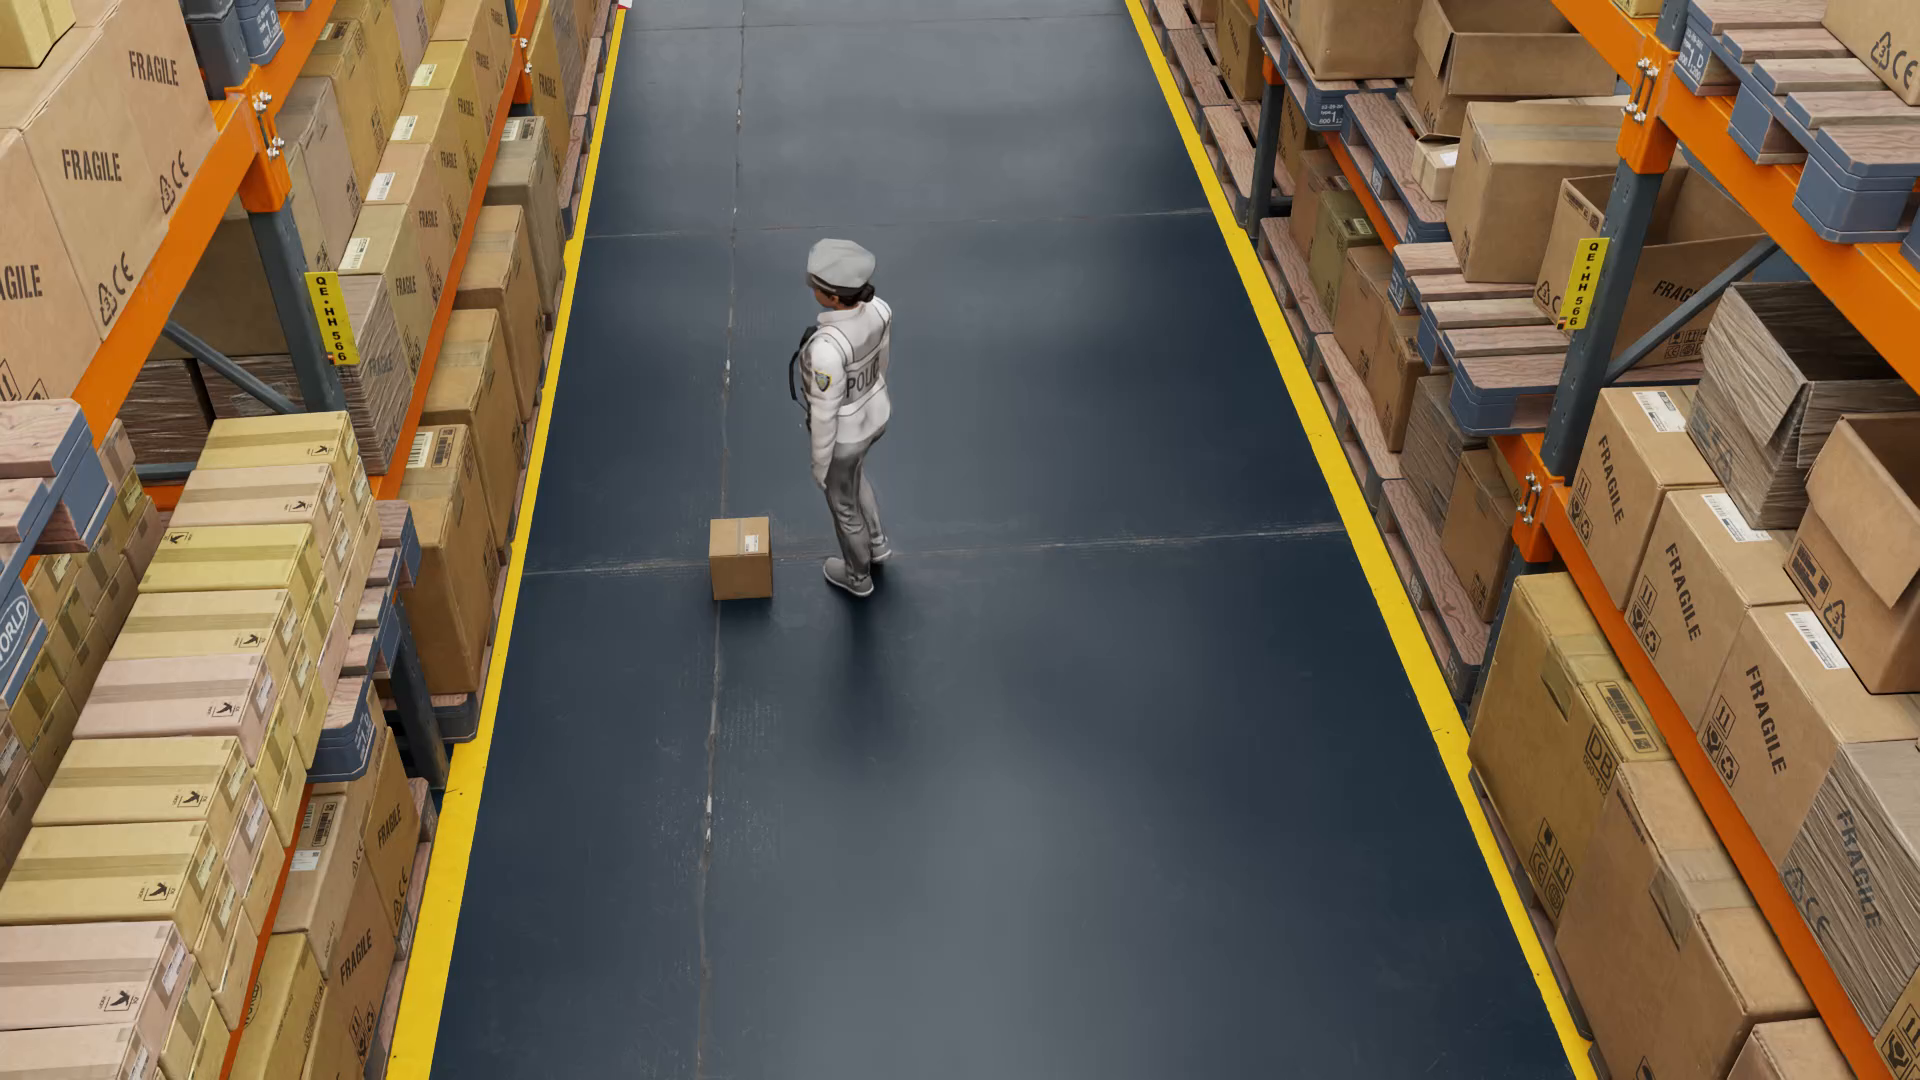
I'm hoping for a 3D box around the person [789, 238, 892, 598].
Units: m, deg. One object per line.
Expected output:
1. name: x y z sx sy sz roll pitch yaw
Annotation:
1. person: -0.469 -0.443 6.693 0.374 1.709 0.527 20 43 23
